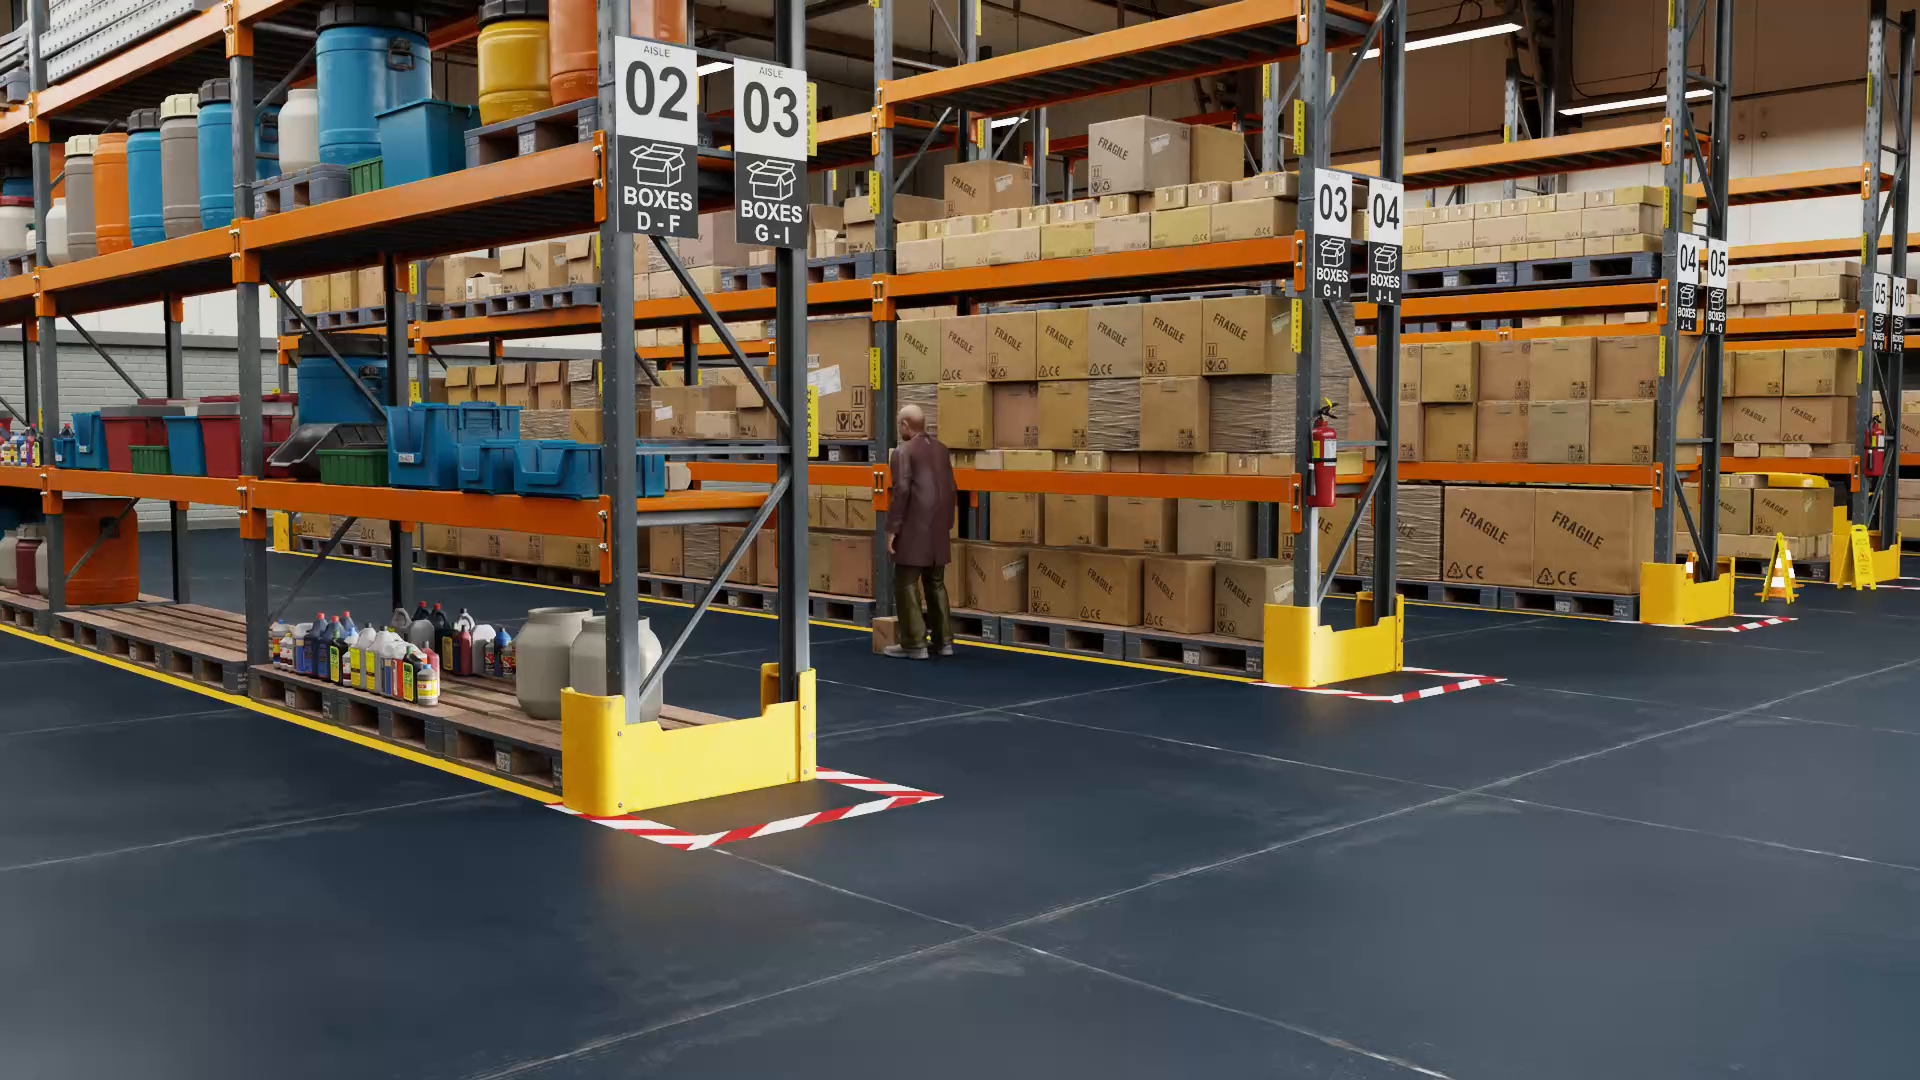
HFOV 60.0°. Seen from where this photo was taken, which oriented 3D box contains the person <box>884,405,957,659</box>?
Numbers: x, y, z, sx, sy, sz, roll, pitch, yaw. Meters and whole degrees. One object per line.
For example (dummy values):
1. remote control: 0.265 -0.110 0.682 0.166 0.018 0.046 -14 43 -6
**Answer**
1. person: -0.288 -0.062 11.672 0.429 1.772 0.649 4 5 43
